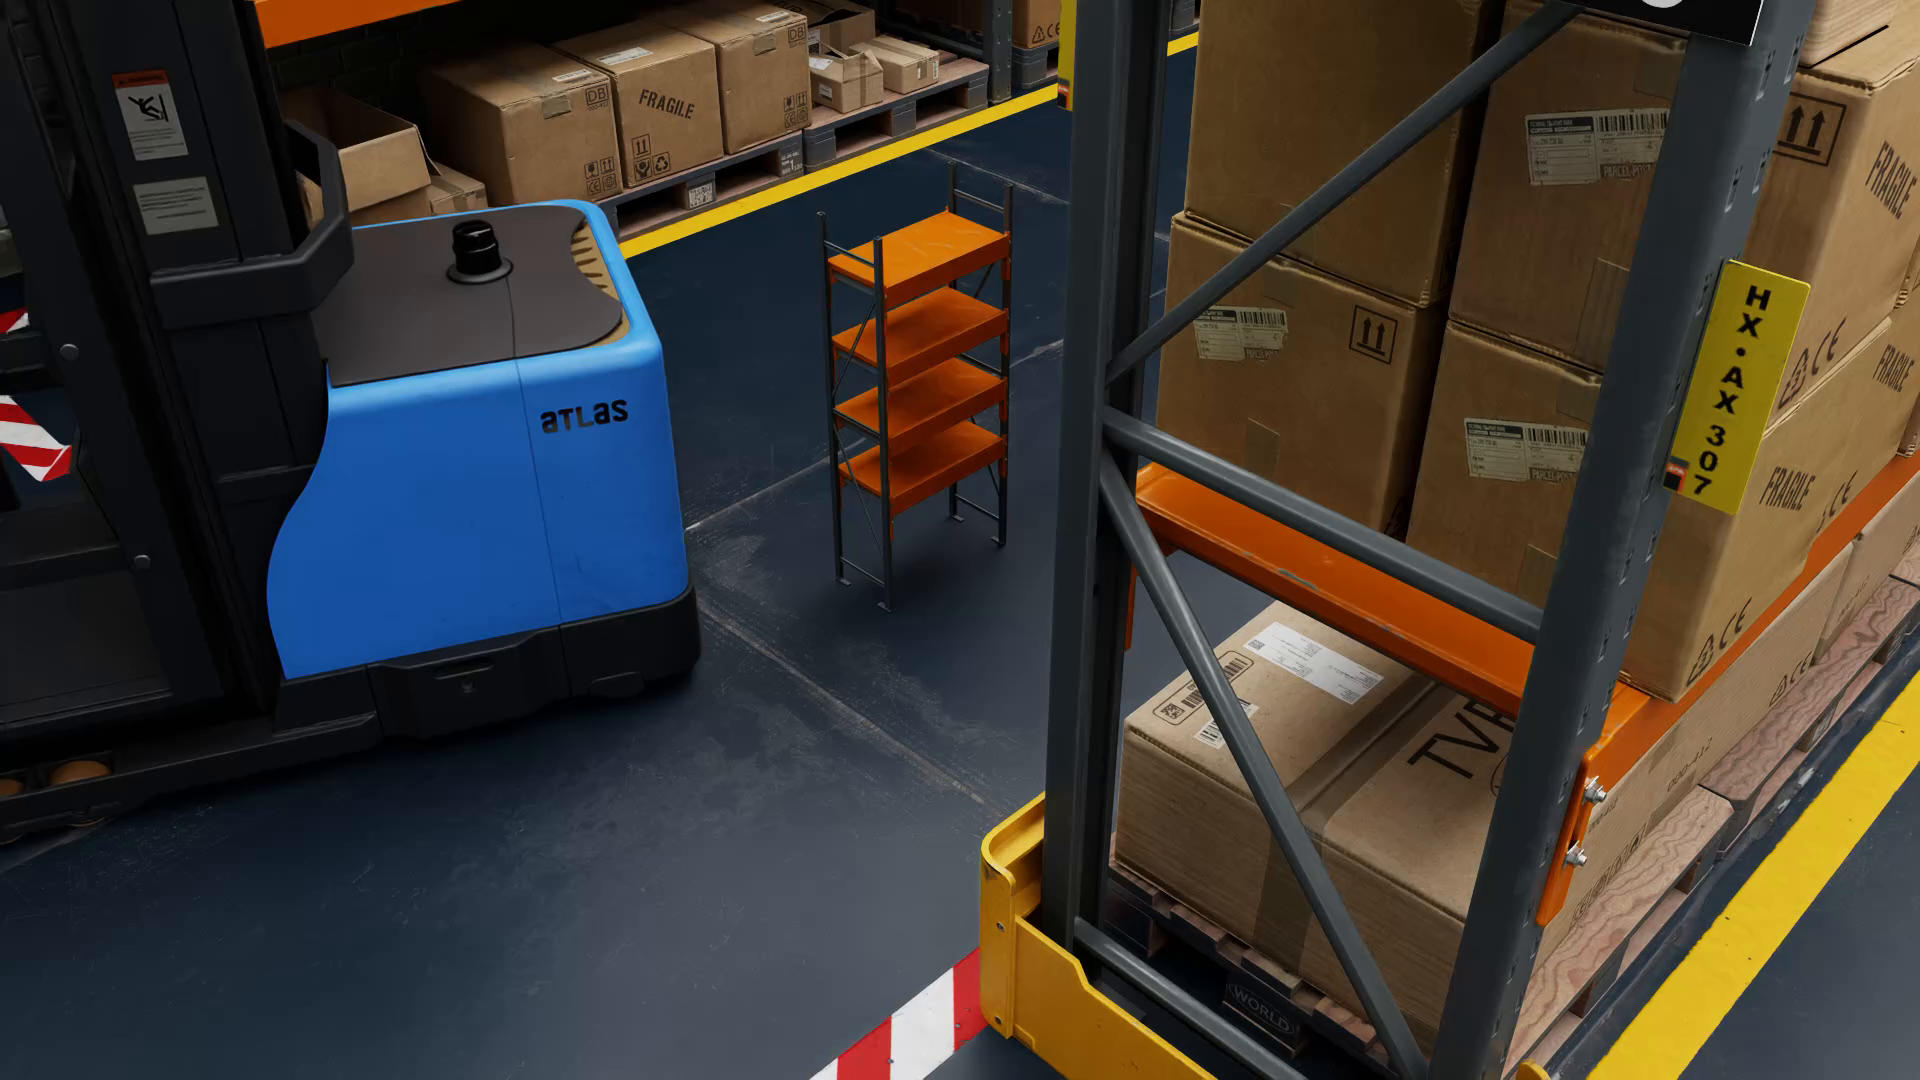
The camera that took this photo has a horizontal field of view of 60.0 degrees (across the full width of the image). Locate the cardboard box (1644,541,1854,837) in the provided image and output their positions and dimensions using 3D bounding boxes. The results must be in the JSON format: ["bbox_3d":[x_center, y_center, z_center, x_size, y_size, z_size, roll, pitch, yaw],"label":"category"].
[{"bbox_3d":[1.603,0.172,4.253,0.875,0.438,0.875,-29,44,-34],"label":"cardboard box"}]

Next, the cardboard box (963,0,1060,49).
[{"bbox_3d":[0.364,-2.898,8.602,0.500,0.500,0.500,-28,43,-34],"label":"cardboard box"}]

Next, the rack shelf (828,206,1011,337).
[{"bbox_3d":[-0.117,-0.747,4.586,0.258,0.148,0.480,30,45,35],"label":"rack shelf"}]

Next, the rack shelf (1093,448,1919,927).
[{"bbox_3d":[1.979,-0.540,4.031,1.077,0.370,4.000,30,45,35],"label":"rack shelf"}]

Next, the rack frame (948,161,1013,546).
[{"bbox_3d":[0.055,-0.524,4.952,0.240,1.200,0.015,30,45,35],"label":"rack frame"}]

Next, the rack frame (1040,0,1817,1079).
[{"bbox_3d":[0.570,-0.023,2.661,1.000,3.000,0.127,30,45,35],"label":"rack frame"}]

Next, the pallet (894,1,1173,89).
[{"bbox_3d":[0.409,-2.847,9.149,1.003,0.211,1.213,30,45,35],"label":"pallet"}]

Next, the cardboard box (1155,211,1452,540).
[{"bbox_3d":[0.722,-0.367,3.066,0.500,0.500,0.500,-30,45,-35],"label":"cardboard box"}]

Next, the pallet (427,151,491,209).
[{"bbox_3d":[-2.341,-1.233,6.834,1.003,0.211,1.213,30,45,35],"label":"pallet"}]

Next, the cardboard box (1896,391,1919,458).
[{"bbox_3d":[1.820,-0.559,3.342,0.500,0.500,0.500,29,44,35],"label":"cardboard box"}]

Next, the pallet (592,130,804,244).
[{"bbox_3d":[-1.481,-1.726,7.540,1.003,0.211,1.213,30,45,35],"label":"pallet"}]

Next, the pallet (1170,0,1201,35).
[{"bbox_3d":[1.269,-3.345,9.862,1.003,0.211,1.213,30,45,35],"label":"pallet"}]

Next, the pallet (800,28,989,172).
[{"bbox_3d":[-0.621,-2.224,8.254,1.003,0.211,1.213,30,45,35],"label":"pallet"}]

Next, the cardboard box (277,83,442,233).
[{"bbox_3d":[-2.457,-1.381,6.422,0.797,0.503,0.637,28,43,34],"label":"cardboard box"}]

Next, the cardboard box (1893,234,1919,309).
[{"bbox_3d":[1.469,-0.767,2.766,0.500,0.500,0.500,28,44,34],"label":"cardboard box"}]

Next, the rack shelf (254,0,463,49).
[{"bbox_3d":[-1.546,-2.539,6.897,1.077,0.370,4.000,30,45,35],"label":"rack shelf"}]

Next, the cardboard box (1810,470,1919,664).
[{"bbox_3d":[2.239,-0.193,4.777,0.875,0.438,0.875,28,44,34],"label":"cardboard box"}]

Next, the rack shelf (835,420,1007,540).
[{"bbox_3d":[-0.117,-0.207,4.962,0.258,0.148,0.480,30,45,35],"label":"rack shelf"}]

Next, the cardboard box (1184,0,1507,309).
[{"bbox_3d":[0.741,-0.766,2.764,0.500,0.500,0.500,-28,44,-34],"label":"cardboard box"}]

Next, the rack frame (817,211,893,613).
[{"bbox_3d":[-0.289,-0.326,4.668,0.240,1.200,0.015,30,45,35],"label":"rack frame"}]

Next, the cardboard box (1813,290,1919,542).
[{"bbox_3d":[1.448,-0.360,3.056,0.500,0.500,0.500,29,44,35],"label":"cardboard box"}]

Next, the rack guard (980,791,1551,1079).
[{"bbox_3d":[0.553,1.012,3.362,1.175,0.500,0.348,30,45,35],"label":"rack guard"}]

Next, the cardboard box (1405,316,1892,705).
[{"bbox_3d":[1.112,-0.143,2.746,0.500,0.500,0.500,29,44,35],"label":"cardboard box"}]

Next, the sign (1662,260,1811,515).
[{"bbox_3d":[0.960,-0.185,2.066,0.100,0.325,0.005,30,45,35],"label":"sign"}]

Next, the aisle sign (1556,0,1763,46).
[{"bbox_3d":[0.725,-0.943,1.708,0.394,0.787,0.004,30,45,35],"label":"aisle sign"}]

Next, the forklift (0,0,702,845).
[{"bbox_3d":[-2.300,-0.782,3.809,3.031,2.935,1.130,-11,36,-16],"label":"forklift"}]

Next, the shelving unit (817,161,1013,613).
[{"bbox_3d":[-0.117,-0.425,4.810,0.258,1.200,0.503,30,45,35],"label":"shelving unit"}]

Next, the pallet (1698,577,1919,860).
[{"bbox_3d":[1.937,0.272,4.676,1.003,0.211,1.213,30,45,35],"label":"pallet"}]

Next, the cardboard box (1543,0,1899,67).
[{"bbox_3d":[1.016,-0.773,2.207,0.250,0.149,0.380,-29,44,-35],"label":"cardboard box"}]

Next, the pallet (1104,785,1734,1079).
[{"bbox_3d":[1.078,0.765,3.969,1.003,0.211,1.213,30,45,35],"label":"pallet"}]

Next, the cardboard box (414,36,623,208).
[{"bbox_3d":[-1.827,-1.710,6.898,0.500,0.500,0.700,-28,44,-34],"label":"cardboard box"}]

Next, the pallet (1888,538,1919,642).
[{"bbox_3d":[2.797,-0.226,5.389,1.003,0.211,1.213,30,45,35],"label":"pallet"}]

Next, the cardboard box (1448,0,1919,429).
[{"bbox_3d":[1.110,-0.554,2.461,0.500,0.500,0.500,28,44,34],"label":"cardboard box"}]

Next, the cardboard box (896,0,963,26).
[{"bbox_3d":[-0.001,-3.111,8.907,0.500,0.500,0.500,29,44,35],"label":"cardboard box"}]

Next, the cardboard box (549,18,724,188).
[{"bbox_3d":[-1.384,-1.885,7.148,0.500,0.500,0.500,-29,44,-35],"label":"cardboard box"}]

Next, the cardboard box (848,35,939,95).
[{"bbox_3d":[-0.321,-2.304,8.057,0.380,0.149,0.250,28,44,34],"label":"cardboard box"}]

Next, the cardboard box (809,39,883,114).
[{"bbox_3d":[-0.573,-2.207,7.816,0.258,0.266,0.396,-28,44,-34],"label":"cardboard box"}]

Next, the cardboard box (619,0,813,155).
[{"bbox_3d":[-1.096,-2.132,7.503,0.700,0.500,0.500,28,43,34],"label":"cardboard box"}]

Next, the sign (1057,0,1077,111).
[{"bbox_3d":[0.195,-0.820,2.584,0.100,0.325,0.005,30,45,35],"label":"sign"}]

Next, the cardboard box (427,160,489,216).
[{"bbox_3d":[-2.130,-1.392,6.749,0.380,0.149,0.250,28,43,34],"label":"cardboard box"}]

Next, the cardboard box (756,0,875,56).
[{"bbox_3d":[-0.770,-2.542,8.257,0.500,0.311,0.500,-28,44,-34],"label":"cardboard box"}]

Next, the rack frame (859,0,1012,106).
[{"bbox_3d":[-0.137,-3.646,7.856,1.000,3.000,0.127,30,45,35],"label":"rack frame"}]

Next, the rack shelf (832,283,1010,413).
[{"bbox_3d":[-0.117,-0.553,4.721,0.258,0.148,0.480,30,45,35],"label":"rack shelf"}]

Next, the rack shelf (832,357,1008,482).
[{"bbox_3d":[-0.117,-0.370,4.849,0.258,0.148,0.480,30,45,35],"label":"rack shelf"}]

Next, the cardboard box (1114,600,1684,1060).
[{"bbox_3d":[0.964,0.547,3.716,0.875,0.438,0.875,28,44,34],"label":"cardboard box"}]
